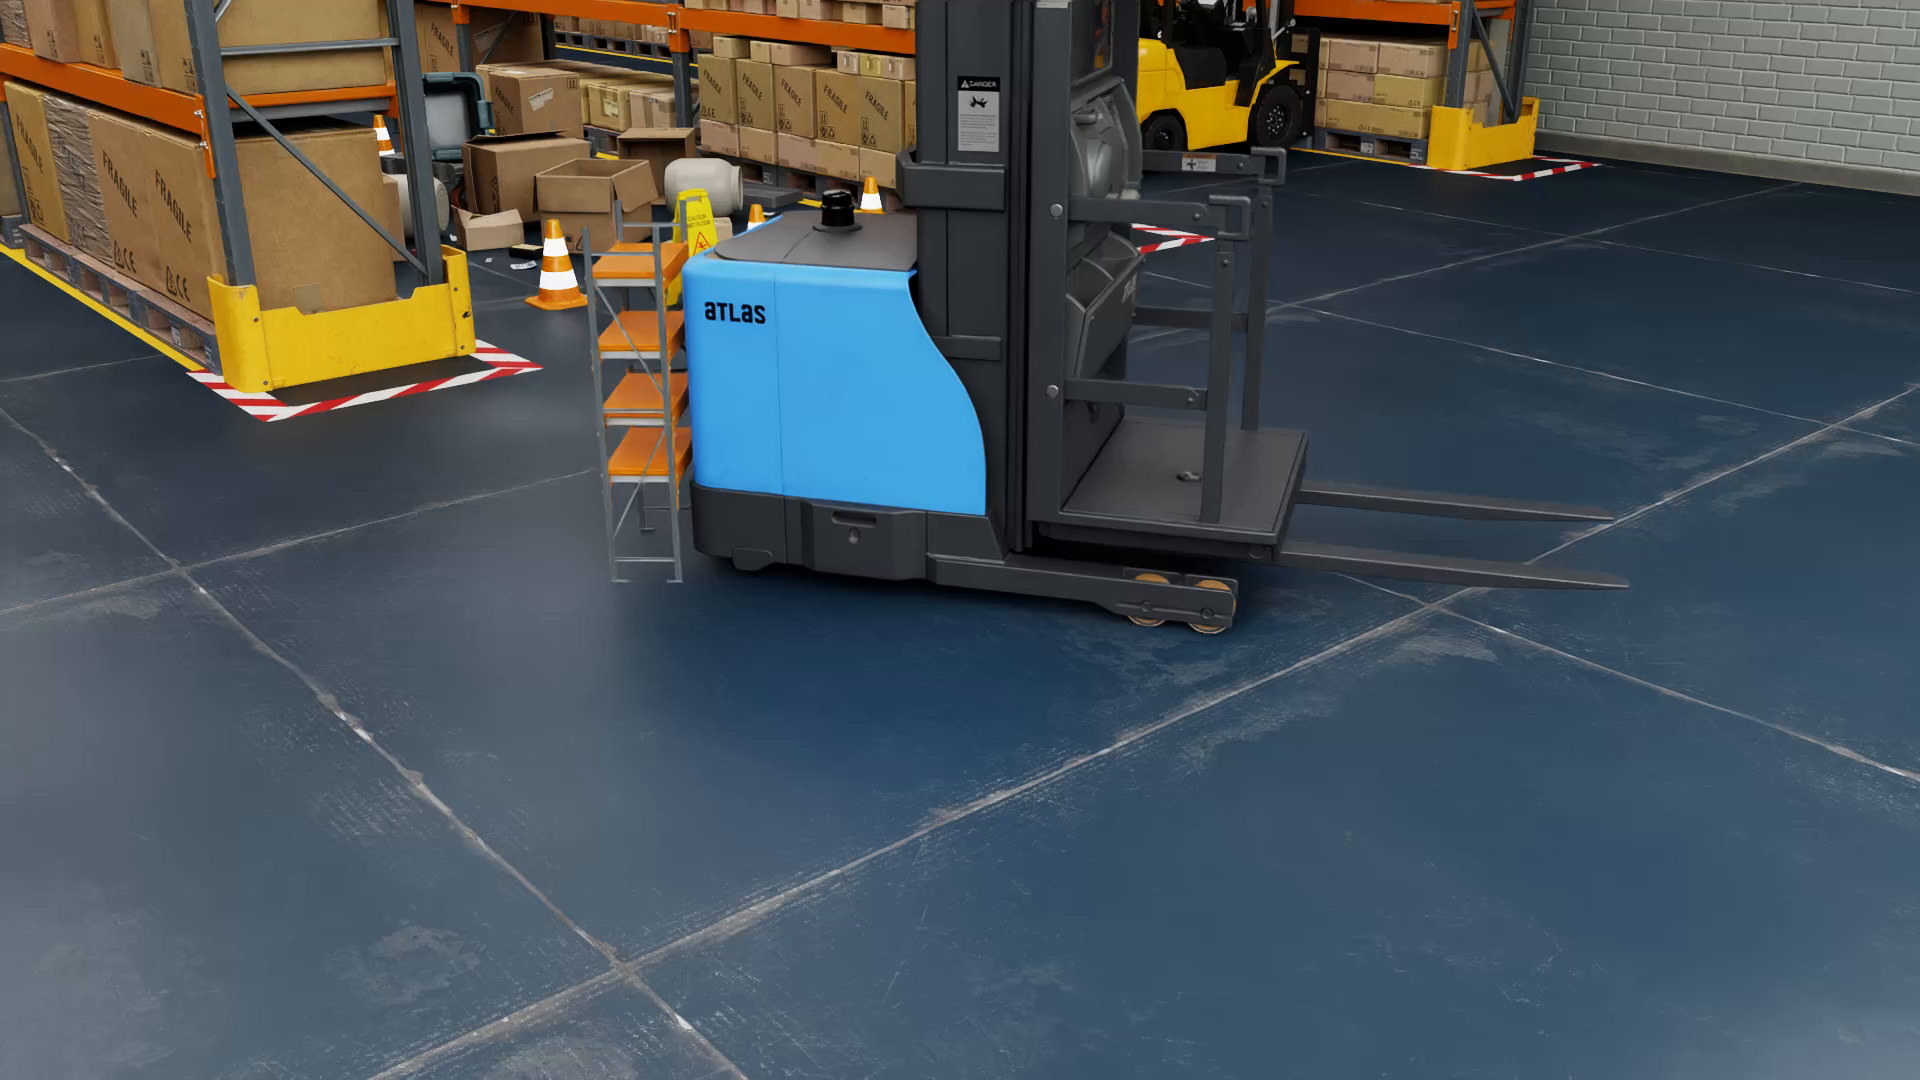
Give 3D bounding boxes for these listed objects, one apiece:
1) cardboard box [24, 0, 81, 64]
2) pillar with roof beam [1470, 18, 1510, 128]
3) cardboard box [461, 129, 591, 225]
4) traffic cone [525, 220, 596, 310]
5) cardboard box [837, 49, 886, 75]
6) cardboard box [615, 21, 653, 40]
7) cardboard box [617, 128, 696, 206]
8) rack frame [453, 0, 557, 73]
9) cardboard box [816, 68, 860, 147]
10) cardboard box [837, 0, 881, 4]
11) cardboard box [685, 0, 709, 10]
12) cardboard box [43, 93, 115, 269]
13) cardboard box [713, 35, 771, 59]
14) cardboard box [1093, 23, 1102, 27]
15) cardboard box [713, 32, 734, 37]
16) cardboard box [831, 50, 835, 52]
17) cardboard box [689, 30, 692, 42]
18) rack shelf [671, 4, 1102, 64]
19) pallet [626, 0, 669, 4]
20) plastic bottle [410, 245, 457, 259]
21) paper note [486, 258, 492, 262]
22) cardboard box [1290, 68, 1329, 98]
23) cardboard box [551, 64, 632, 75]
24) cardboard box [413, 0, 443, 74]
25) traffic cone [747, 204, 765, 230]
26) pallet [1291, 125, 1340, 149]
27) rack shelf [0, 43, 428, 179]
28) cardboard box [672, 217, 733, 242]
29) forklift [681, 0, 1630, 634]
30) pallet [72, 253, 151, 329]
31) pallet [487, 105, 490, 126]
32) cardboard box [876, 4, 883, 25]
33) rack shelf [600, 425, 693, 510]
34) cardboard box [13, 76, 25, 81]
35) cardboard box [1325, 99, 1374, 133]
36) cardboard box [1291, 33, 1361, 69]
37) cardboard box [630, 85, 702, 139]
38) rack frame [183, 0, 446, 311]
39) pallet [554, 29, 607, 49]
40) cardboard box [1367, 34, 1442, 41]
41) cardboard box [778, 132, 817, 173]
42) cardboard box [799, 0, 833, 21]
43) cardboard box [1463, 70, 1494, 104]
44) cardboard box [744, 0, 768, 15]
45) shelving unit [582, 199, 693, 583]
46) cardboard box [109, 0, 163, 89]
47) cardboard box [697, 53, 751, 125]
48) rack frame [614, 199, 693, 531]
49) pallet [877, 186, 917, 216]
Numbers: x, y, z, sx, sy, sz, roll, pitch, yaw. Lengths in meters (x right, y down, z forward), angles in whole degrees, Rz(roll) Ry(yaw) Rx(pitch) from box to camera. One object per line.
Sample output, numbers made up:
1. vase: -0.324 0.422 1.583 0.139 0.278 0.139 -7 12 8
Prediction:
1. cardboard box: -4.714 -3.013 9.359 0.875 0.550 0.550 -17 27 -37
2. pillar with roof beam: 1.416 -6.826 11.072 9.100 9.000 0.400 -17 27 -37
3. cardboard box: -2.990 -2.507 11.510 0.797 0.637 0.503 -17 27 -37
4. traffic cone: -2.264 -1.565 9.345 0.336 0.463 0.334 -17 27 -37
5. cardboard box: -0.652 -3.422 11.885 0.380 0.149 0.250 -16 27 -35
6. cardboard box: -4.461 -7.379 23.561 0.700 0.500 0.500 -19 28 -39
7. cardboard box: -2.251 -2.790 12.418 0.500 0.500 0.500 0 21 -1
8. rack frame: -4.531 -5.678 16.367 1.000 3.000 0.127 -17 27 -37
9. cardboard box: -0.697 -3.176 12.145 0.500 0.500 0.500 -18 28 -39
10. cardboard box: -0.519 -4.015 11.578 0.500 0.500 0.500 -18 27 -38
11. cardboard box: -1.957 -4.292 13.174 0.380 0.149 0.250 -18 27 -38
12. cardboard box: -4.655 -2.134 9.657 0.875 0.875 0.875 -17 27 -37
13. cardboard box: -1.703 -3.863 13.011 0.380 0.149 0.250 -17 27 -37
14. cardboard box: 0.988 -5.203 17.835 0.875 0.625 0.625 -18 28 -38
15. cardboard box: -2.883 -6.665 21.740 0.500 0.500 0.500 -18 28 -38
16. cardboard box: -1.330 -3.738 13.580 0.500 0.500 0.500 -18 28 -38
17. cardboard box: -3.636 -7.148 23.232 0.500 0.311 0.500 -16 27 -36
18. rack shelf: -0.614 -3.685 12.266 1.077 0.370 4.000 -17 27 -37
19. pallet: -2.308 -4.729 14.208 1.003 0.211 1.213 -17 27 -37
20. plastic bottle: -3.350 -1.839 10.597 0.133 0.061 0.283 12 24 27
21. paper note: -2.967 -1.764 10.473 0.032 0.001 0.123 -4 22 -10
22. cardboard box: 3.223 -4.137 14.942 0.500 0.250 0.500 -18 28 -39
23. cardboard box: -3.682 -4.289 15.850 0.950 0.372 0.625 -18 28 -38
24. cardboard box: -5.498 -5.342 17.848 0.875 0.875 0.875 -17 27 -37
25. traffic cone: -1.186 -1.740 9.792 0.336 0.463 0.334 -17 27 -37
26. pallet: 3.126 -3.890 15.626 1.003 0.211 1.213 -17 27 -37
27. rack shelf: -4.298 -2.479 9.186 1.077 0.370 4.000 -17 27 -37
28. cardboard box: -1.694 -2.021 10.940 0.380 0.149 0.250 -4 22 -10
29. forklift: 0.657 -1.285 5.246 3.031 2.935 1.130 6 22 15
30. pallet: -4.366 -1.502 9.529 1.003 0.211 1.213 -17 27 -37
31. pallet: -4.022 -4.163 16.324 1.003 0.211 1.213 -17 27 -37
32. cardboard box: -0.367 -3.691 11.638 0.380 0.149 0.250 -17 27 -37
33. rack shelf: -1.054 -0.258 5.726 0.258 0.148 0.480 0 21 1
34. cardboard box: -6.704 -2.932 11.866 1.050 0.750 0.750 -17 27 -37
35. cardboard box: 3.586 -3.760 14.665 0.500 0.250 0.500 -17 27 -37
36. cardboard box: 3.238 -4.361 14.828 0.500 0.250 0.500 -17 27 -37
37. cardboard box: -2.264 -3.689 14.317 0.950 0.372 0.625 -17 27 -37
38. rack frame: -2.993 -2.261 7.644 1.000 3.000 0.127 -17 27 -37
39. pallet: -5.424 -7.531 24.923 1.003 0.211 1.213 -17 27 -37
40. cardboard box: 3.950 -4.346 14.791 0.500 0.250 0.500 -17 27 -37
41. cardboard box: -1.034 -2.970 12.648 0.500 0.250 0.500 -18 28 -38
42. cardboard box: -0.943 -3.874 12.106 0.380 0.149 0.250 -18 27 -38
43. cardboard box: 4.300 -3.978 14.535 0.500 0.250 0.500 -17 27 -36
44. cardboard box: -1.421 -4.092 12.663 0.380 0.149 0.250 -16 27 -36
45. shelving unit: -1.054 -0.505 5.629 0.258 1.200 0.503 0 21 1
46. cardboard box: -3.645 -2.570 8.226 0.875 0.550 0.550 -17 27 -37
47. cardboard box: -1.739 -3.610 13.254 0.500 0.500 0.500 -16 26 -35
48. rack frame: -1.051 -0.594 5.856 0.240 1.200 0.015 0 21 1
49. pallet: 0.138 -2.423 11.881 1.003 0.211 1.213 -17 27 -37
